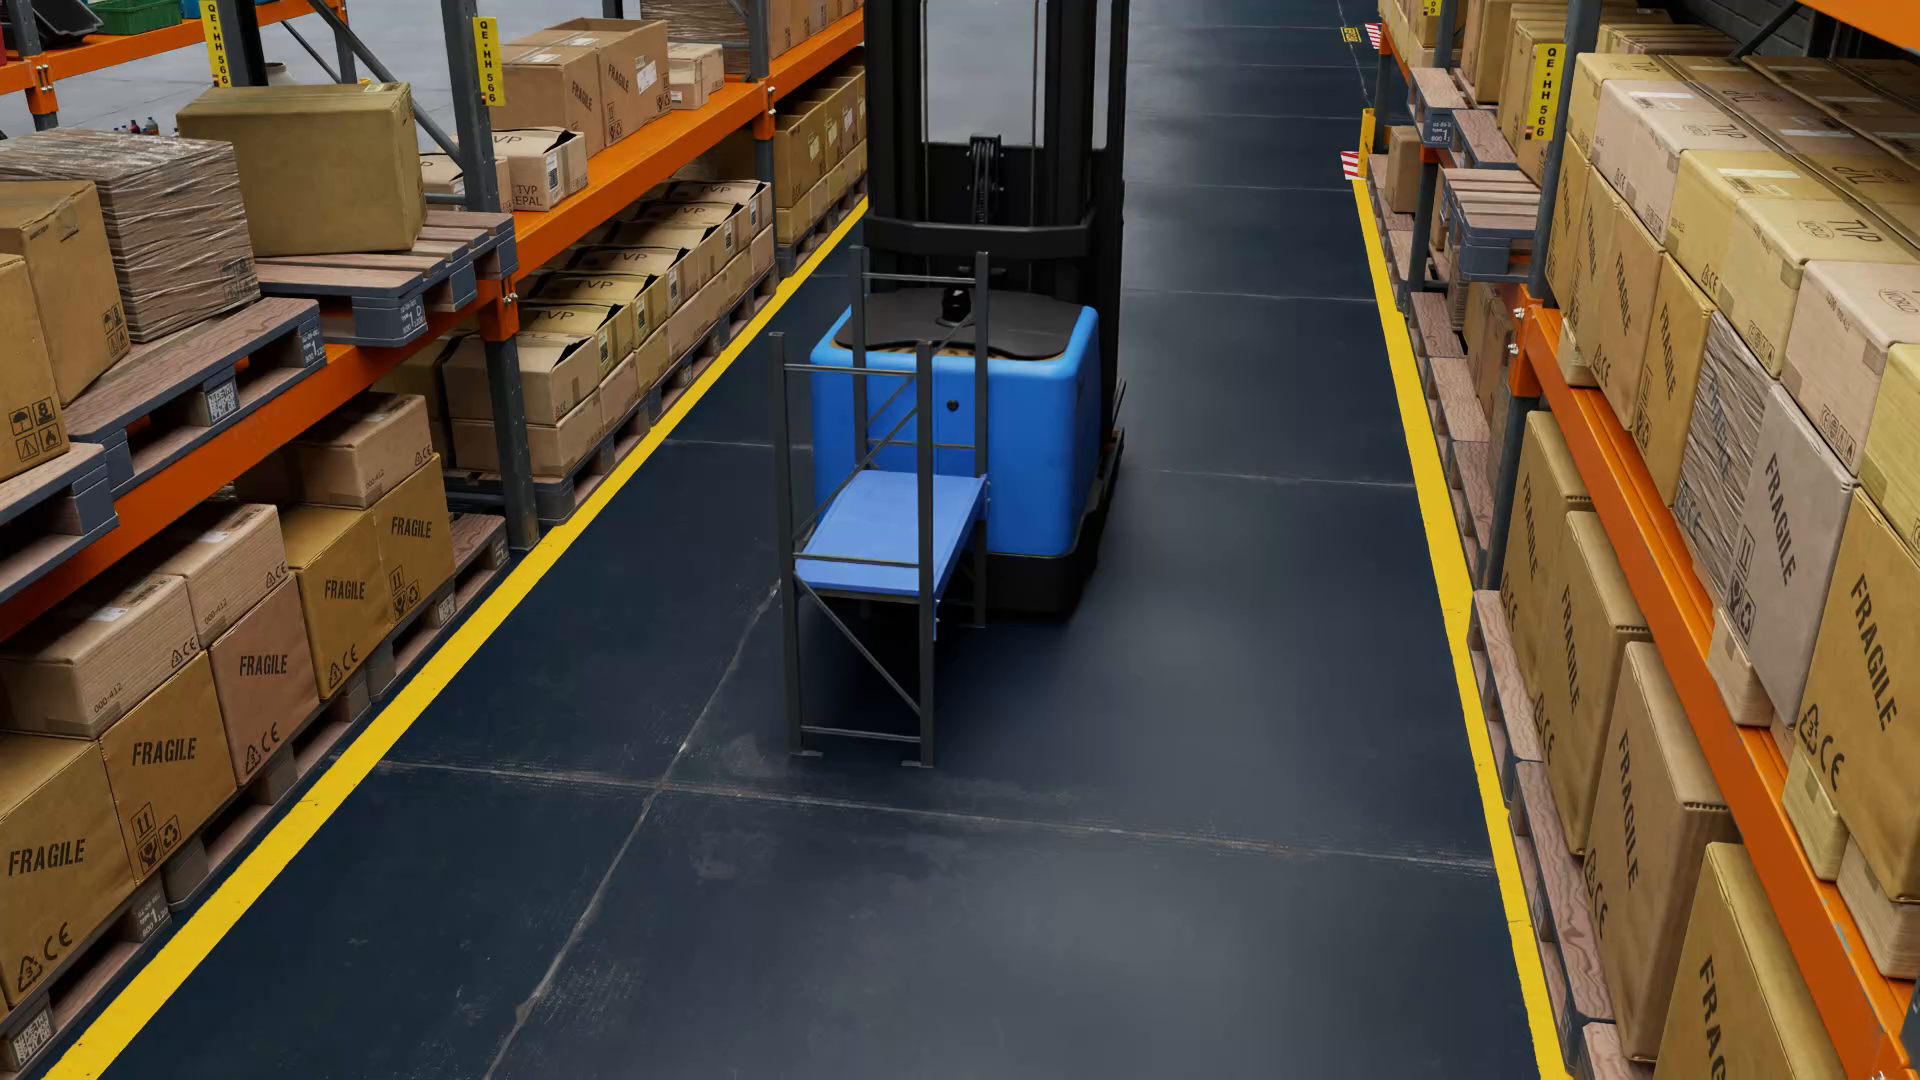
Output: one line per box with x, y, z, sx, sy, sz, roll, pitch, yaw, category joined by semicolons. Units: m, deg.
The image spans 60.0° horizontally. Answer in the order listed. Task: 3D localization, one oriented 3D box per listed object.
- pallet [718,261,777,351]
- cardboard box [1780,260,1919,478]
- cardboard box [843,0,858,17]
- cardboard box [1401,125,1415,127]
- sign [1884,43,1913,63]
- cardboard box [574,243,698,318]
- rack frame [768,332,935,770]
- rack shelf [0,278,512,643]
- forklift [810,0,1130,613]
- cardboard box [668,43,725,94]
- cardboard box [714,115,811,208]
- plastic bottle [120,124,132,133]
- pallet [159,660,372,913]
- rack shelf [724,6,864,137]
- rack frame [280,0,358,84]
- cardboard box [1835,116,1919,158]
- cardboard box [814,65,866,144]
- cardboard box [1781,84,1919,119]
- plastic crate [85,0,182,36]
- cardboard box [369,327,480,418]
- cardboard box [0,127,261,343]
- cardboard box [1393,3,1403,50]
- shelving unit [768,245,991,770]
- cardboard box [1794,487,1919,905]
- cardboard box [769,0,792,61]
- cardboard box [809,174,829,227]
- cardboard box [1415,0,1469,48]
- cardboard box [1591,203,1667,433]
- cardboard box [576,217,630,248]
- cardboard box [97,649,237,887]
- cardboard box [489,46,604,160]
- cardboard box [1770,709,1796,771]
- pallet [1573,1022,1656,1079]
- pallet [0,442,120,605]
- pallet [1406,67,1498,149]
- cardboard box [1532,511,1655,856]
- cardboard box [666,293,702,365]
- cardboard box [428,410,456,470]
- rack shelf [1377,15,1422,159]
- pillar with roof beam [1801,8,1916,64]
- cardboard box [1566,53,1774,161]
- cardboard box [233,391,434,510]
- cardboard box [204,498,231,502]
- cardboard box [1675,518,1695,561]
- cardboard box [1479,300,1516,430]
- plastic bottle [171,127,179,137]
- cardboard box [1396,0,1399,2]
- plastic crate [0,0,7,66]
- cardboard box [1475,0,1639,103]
-1.757;-1.461;10.122;1.003;0.211;1.213;4;25;9;pallet
1.822;-0.302;2.980;0.500;0.250;0.500;5;25;10;cardboard box
-1.192;-4.339;12.863;0.700;0.500;0.500;5;25;10;cardboard box
3.664;-3.064;12.911;0.500;0.311;0.500;1;25;3;cardboard box
3.107;-1.507;5.567;0.100;0.325;0.005;4;25;9;sign
-1.707;-1.408;8.806;0.500;0.311;0.500;4;25;8;cardboard box
-0.333;0.070;5.331;0.500;1.500;0.032;5;25;10;rack frame
-2.656;-0.200;4.987;1.077;0.370;4.000;4;25;9;rack shelf
0.191;-1.642;7.300;1.130;2.935;3.031;5;25;10;forklift
-1.713;-2.758;9.781;0.500;0.250;0.500;6;26;12;cardboard box
-1.291;-2.492;10.898;0.500;0.500;0.500;4;25;9;cardboard box
-6.568;-3.136;13.111;0.097;0.271;0.097;0;25;0;plastic bottle
-2.690;0.720;5.464;1.003;0.211;1.213;4;25;9;pallet
-1.349;-3.545;12.135;1.077;0.370;4.000;4;25;9;rack shelf
-5.908;-5.052;14.506;1.000;3.000;0.127;4;25;9;rack frame
2.565;-0.911;4.280;0.500;0.250;0.500;3;25;7;cardboard box
-0.965;-3.328;12.685;0.500;0.500;0.500;4;25;9;cardboard box
2.652;-1.125;4.738;0.500;0.250;0.500;3;25;7;cardboard box
-6.061;-3.832;12.148;0.450;0.188;0.662;4;25;9;plastic crate
-2.487;-0.797;7.501;0.500;0.311;0.500;5;25;10;cardboard box
-2.659;-0.957;5.143;0.700;0.500;0.500;9;27;18;cardboard box
3.228;-3.483;11.306;0.500;0.250;0.500;4;25;9;cardboard box
-0.240;-0.142;5.784;0.538;1.500;1.048;5;25;10;shelving unit
1.732;0.253;2.678;0.500;0.500;0.500;4;25;8;cardboard box
-1.529;-3.487;11.044;0.700;0.500;0.500;4;25;8;cardboard box
-1.214;-2.361;11.505;0.500;0.250;0.500;4;25;9;cardboard box
2.984;-3.193;9.802;0.500;0.500;0.500;4;25;8;cardboard box
2.050;-0.598;4.497;0.500;0.500;0.500;4;25;8;cardboard box
-2.159;-1.652;9.329;0.500;0.311;0.500;3;25;7;cardboard box
-2.498;0.626;4.804;0.500;0.500;0.500;4;25;9;cardboard box
-2.071;-2.110;8.102;0.500;0.500;0.500;3;25;6;cardboard box
1.785;0.384;3.164;0.380;0.149;0.250;5;26;10;cardboard box
1.956;1.588;3.609;1.003;0.211;1.213;4;25;9;pallet
-2.745;0.071;3.786;1.003;0.211;1.213;4;25;9;pallet
2.944;-2.297;8.845;1.003;0.211;1.213;4;25;9;pallet
2.159;0.428;4.839;0.750;0.750;0.750;4;25;8;cardboard box
-1.709;-1.148;8.912;0.500;0.250;0.500;5;25;10;cardboard box
-2.484;-0.544;7.621;0.500;0.250;0.500;5;25;10;cardboard box
3.539;-3.204;11.405;1.077;0.370;4.000;4;25;9;rack shelf
-0.623;-4.519;6.290;9.100;9.000;0.400;4;25;9;pillar with roof beam
2.225;-1.365;5.251;0.500;0.250;0.500;5;25;10;cardboard box
-2.256;-0.337;5.977;0.500;0.250;0.500;5;26;11;cardboard box
-2.853;0.170;5.777;0.500;0.500;0.500;4;25;8;cardboard box
1.986;-0.042;4.074;0.380;0.149;0.250;5;26;10;cardboard box
2.877;-0.809;7.870;0.700;0.500;0.500;4;25;8;cardboard box
-5.920;-2.945;12.608;0.144;0.351;0.185;4;25;8;plastic bottle
3.310;-4.046;11.625;0.500;0.500;0.500;3;25;7;cardboard box
-6.339;-3.185;10.440;0.402;0.464;0.583;4;25;9;plastic crate
2.997;-2.494;8.403;0.700;0.500;0.500;7;26;14;cardboard box
